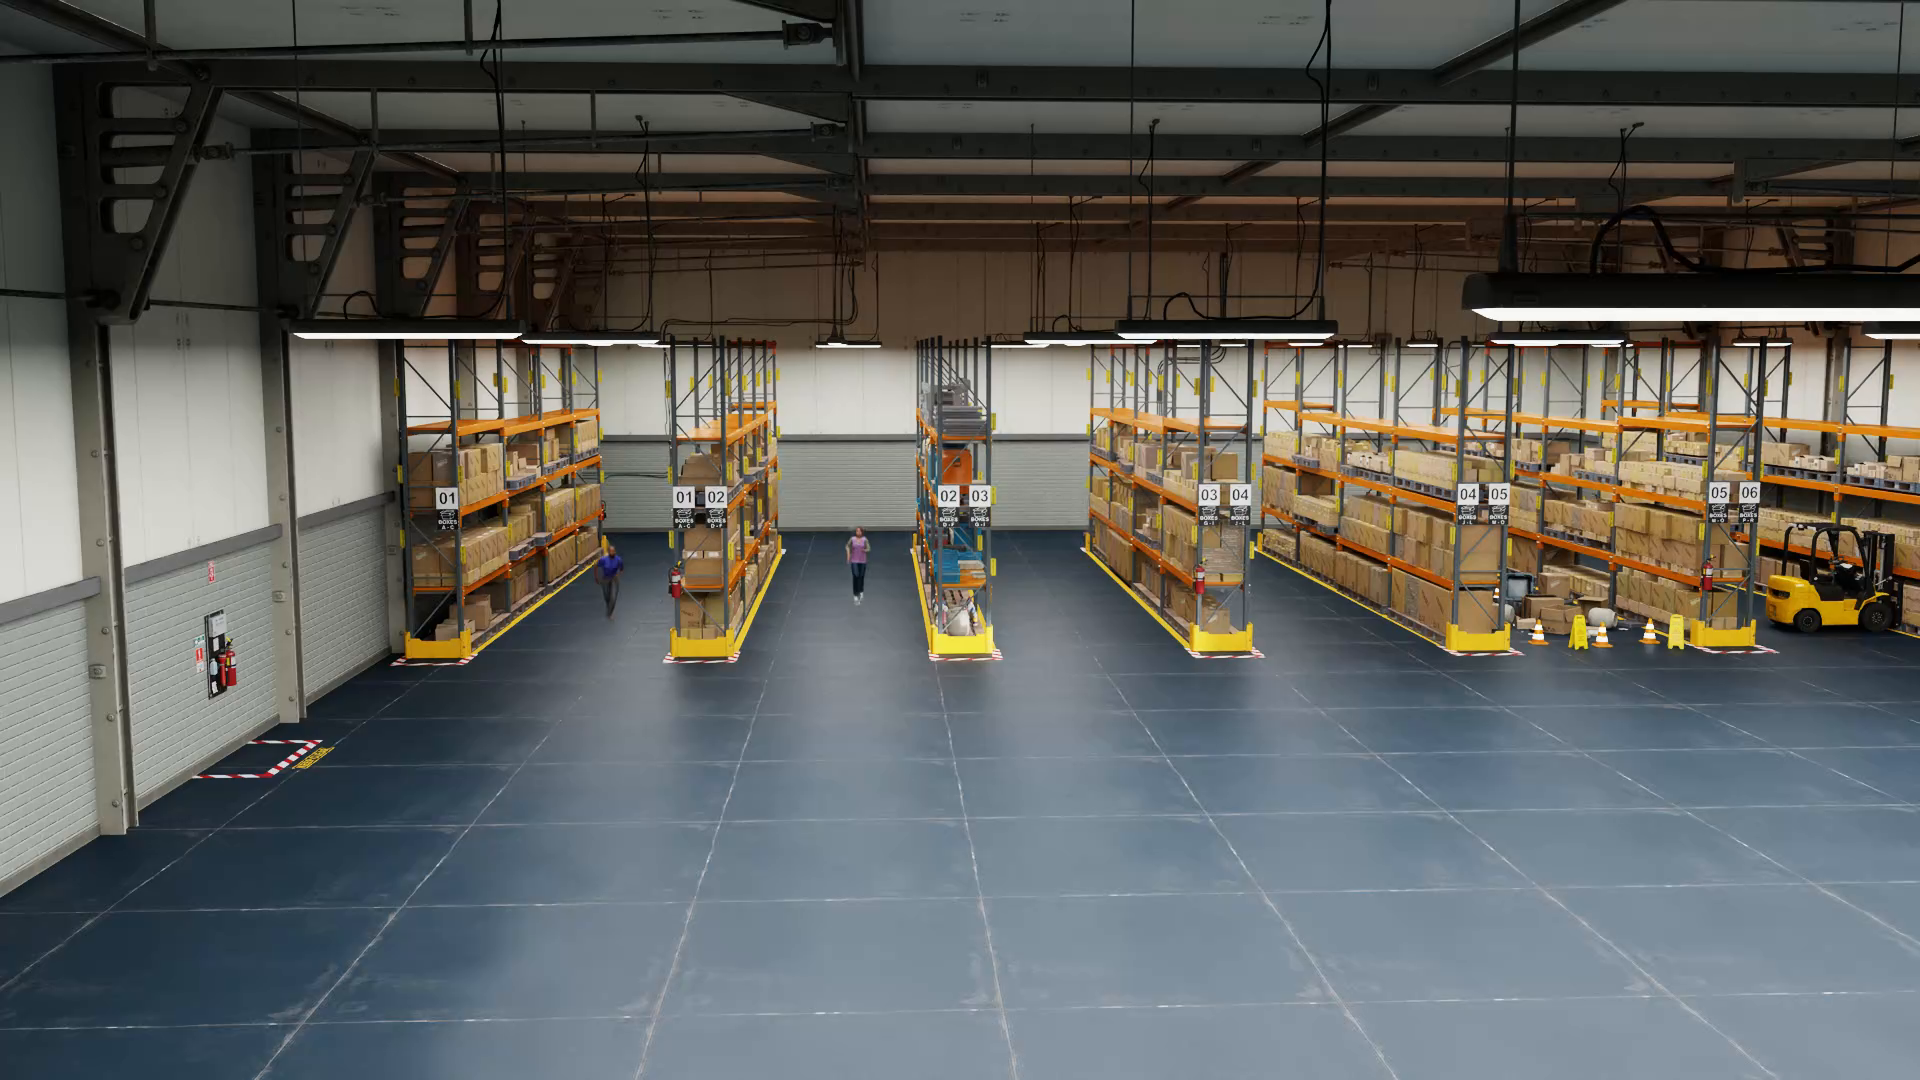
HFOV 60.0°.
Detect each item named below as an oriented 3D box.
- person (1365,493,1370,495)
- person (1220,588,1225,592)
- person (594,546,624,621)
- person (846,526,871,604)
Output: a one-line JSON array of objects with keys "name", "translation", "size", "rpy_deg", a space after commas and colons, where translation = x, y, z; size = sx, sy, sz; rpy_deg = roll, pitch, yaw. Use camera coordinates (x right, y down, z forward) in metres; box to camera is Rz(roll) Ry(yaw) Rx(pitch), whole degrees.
[{"name": "person", "translation": [11.250, -0.419, 46.015], "size": [0.659, 1.769, 1.005], "rpy_deg": [-2, 7, -19]}, {"name": "person", "translation": [6.314, 0.430, 39.462], "size": [0.607, 1.662, 0.589], "rpy_deg": [0, 6, 1]}, {"name": "person", "translation": [-7.462, 0.924, 35.446], "size": [0.615, 1.606, 0.620], "rpy_deg": [-2, 7, -15]}, {"name": "person", "translation": [-2.203, 0.530, 36.177], "size": [0.510, 1.672, 0.698], "rpy_deg": [-1, 7, -9]}]
